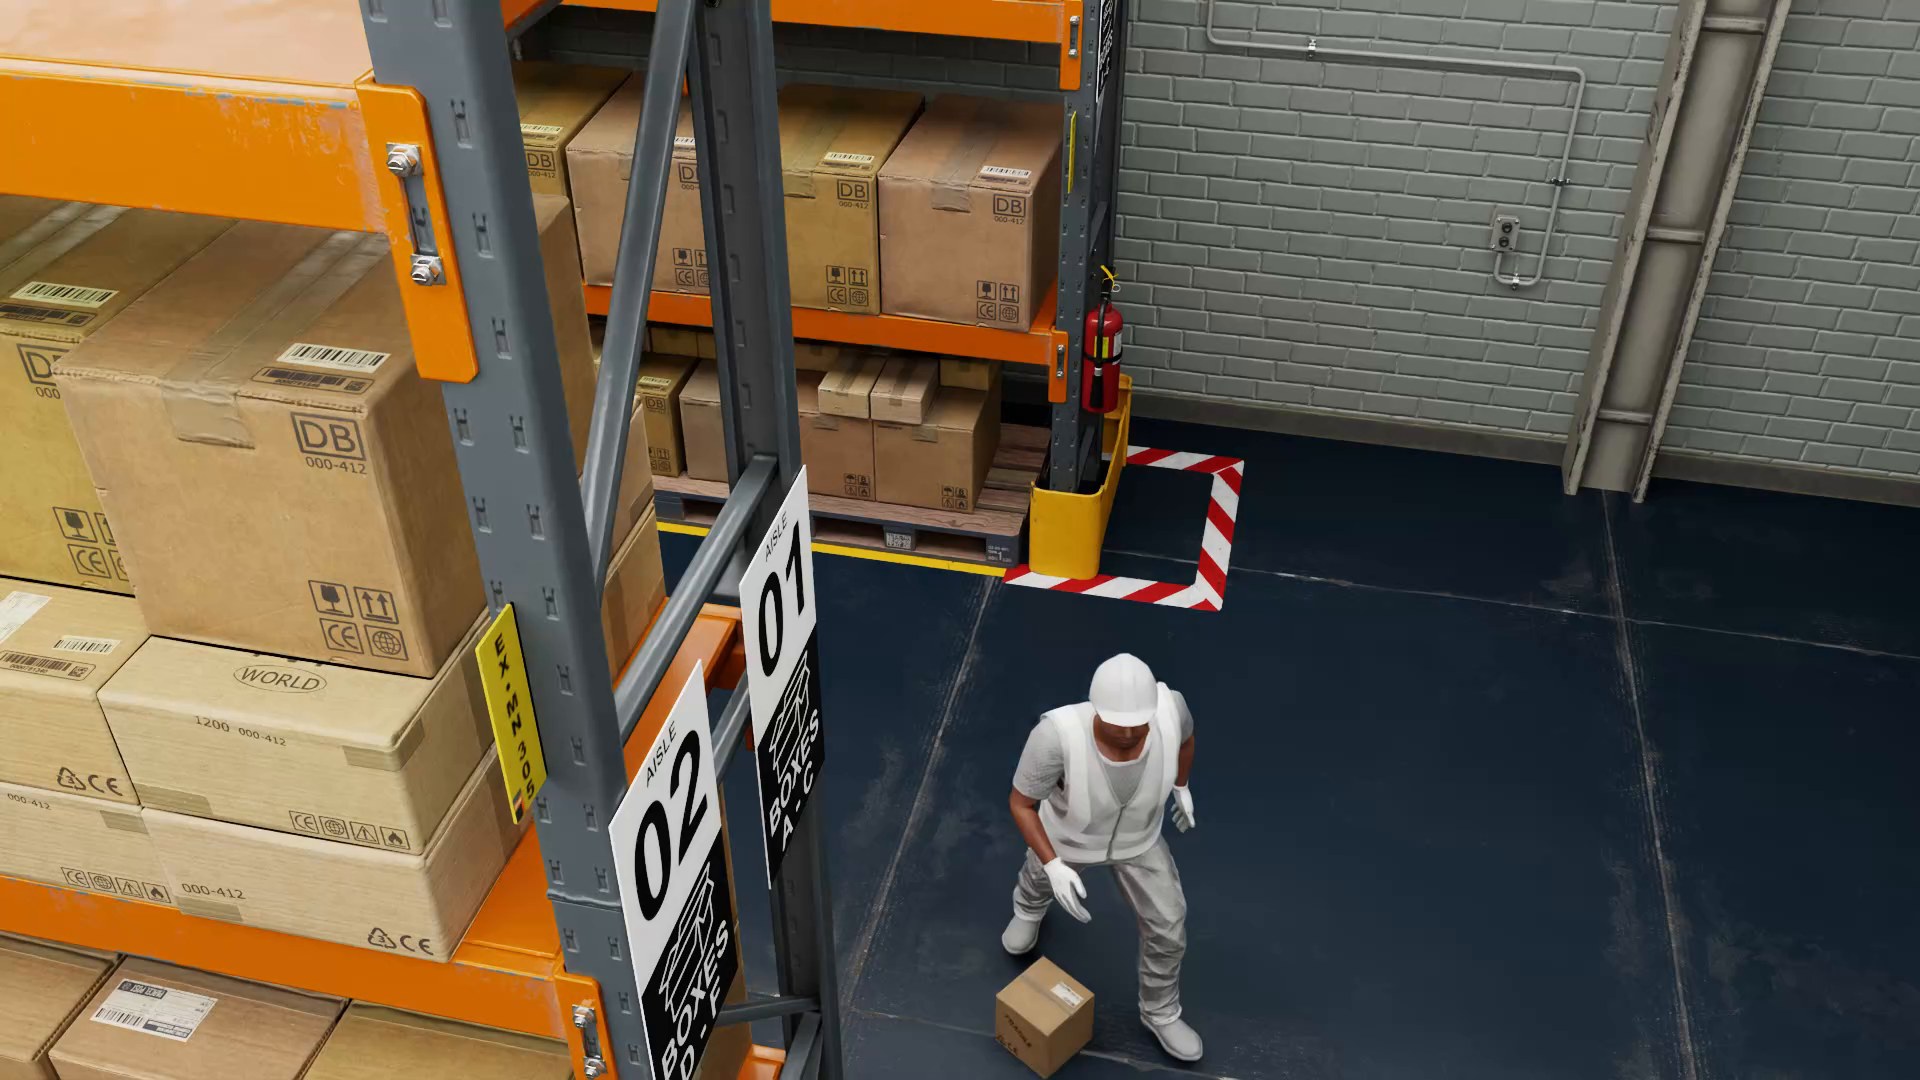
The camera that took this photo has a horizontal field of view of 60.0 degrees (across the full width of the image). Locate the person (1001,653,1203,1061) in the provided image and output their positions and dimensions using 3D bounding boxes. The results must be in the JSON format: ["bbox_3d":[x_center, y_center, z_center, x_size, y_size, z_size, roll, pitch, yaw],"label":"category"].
[{"bbox_3d":[0.479,0.973,5.655,0.680,1.722,0.868,-5,37,-6],"label":"person"}]
